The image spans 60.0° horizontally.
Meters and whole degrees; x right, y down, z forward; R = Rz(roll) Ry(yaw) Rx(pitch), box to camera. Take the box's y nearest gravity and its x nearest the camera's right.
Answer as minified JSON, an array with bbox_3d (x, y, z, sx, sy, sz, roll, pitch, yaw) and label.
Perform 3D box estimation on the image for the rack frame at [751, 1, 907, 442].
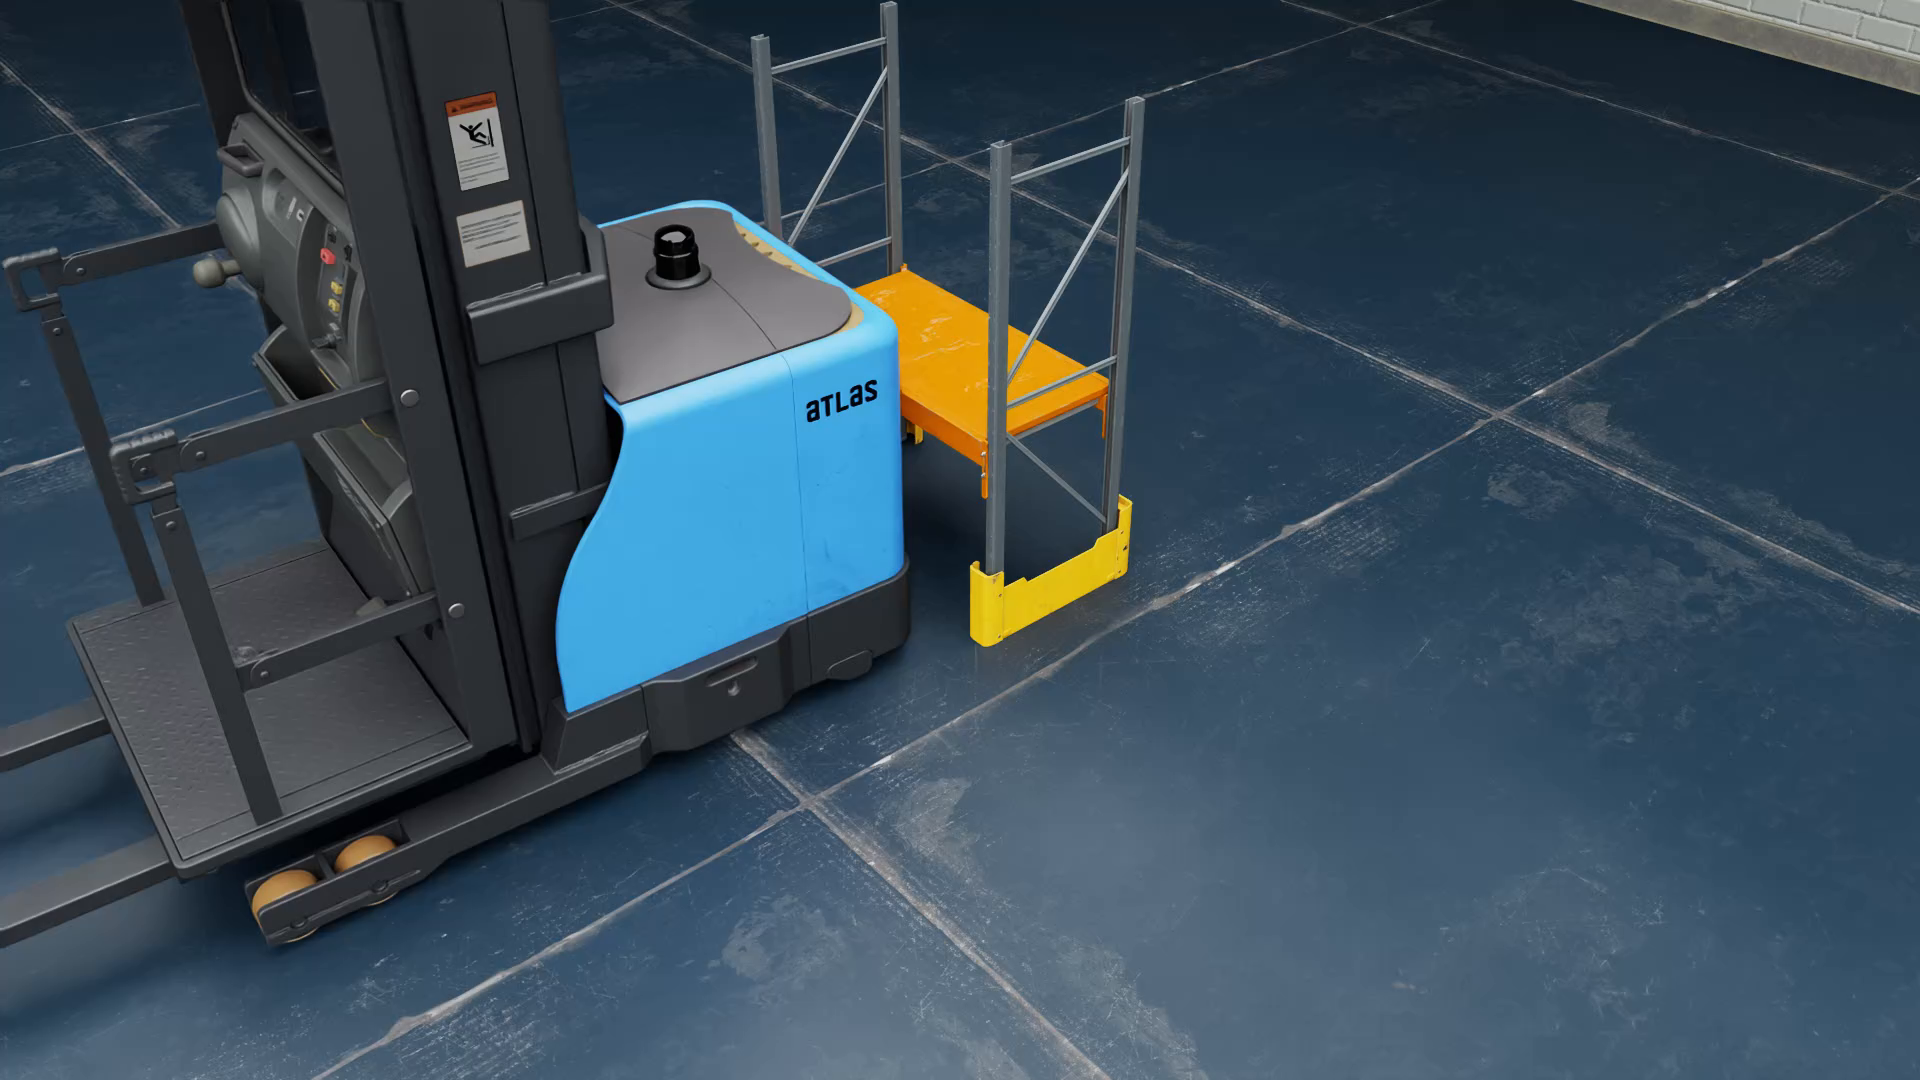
[{"bbox_3d":[-0.383,-0.874,5.187,0.500,1.500,0.032,-26,43,-32],"label":"rack frame"}]

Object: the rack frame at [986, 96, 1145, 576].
[{"bbox_3d":[0.273,-0.425,4.553,0.500,1.500,0.032,-26,43,-32],"label":"rack frame"}]

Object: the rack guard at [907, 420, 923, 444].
[{"bbox_3d":[-0.371,-0.356,5.536,0.587,0.250,0.087,-26,43,-32],"label":"rack guard"}]

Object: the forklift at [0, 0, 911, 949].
[{"bbox_3d":[-1.633,-0.600,3.561,3.031,2.935,1.130,-23,41,-29],"label":"forklift"}]

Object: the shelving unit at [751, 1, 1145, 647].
[{"bbox_3d":[-0.049,-0.646,4.864,0.587,1.500,1.083,-26,43,-32],"label":"shelving unit"}]

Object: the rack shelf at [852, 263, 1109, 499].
[{"bbox_3d":[-0.055,-0.503,4.974,0.538,0.185,1.000,-26,43,-32],"label":"rack shelf"}]

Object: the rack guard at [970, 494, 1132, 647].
[{"bbox_3d":[0.272,0.084,4.915,0.587,0.250,0.087,-26,43,-32],"label":"rack guard"}]
